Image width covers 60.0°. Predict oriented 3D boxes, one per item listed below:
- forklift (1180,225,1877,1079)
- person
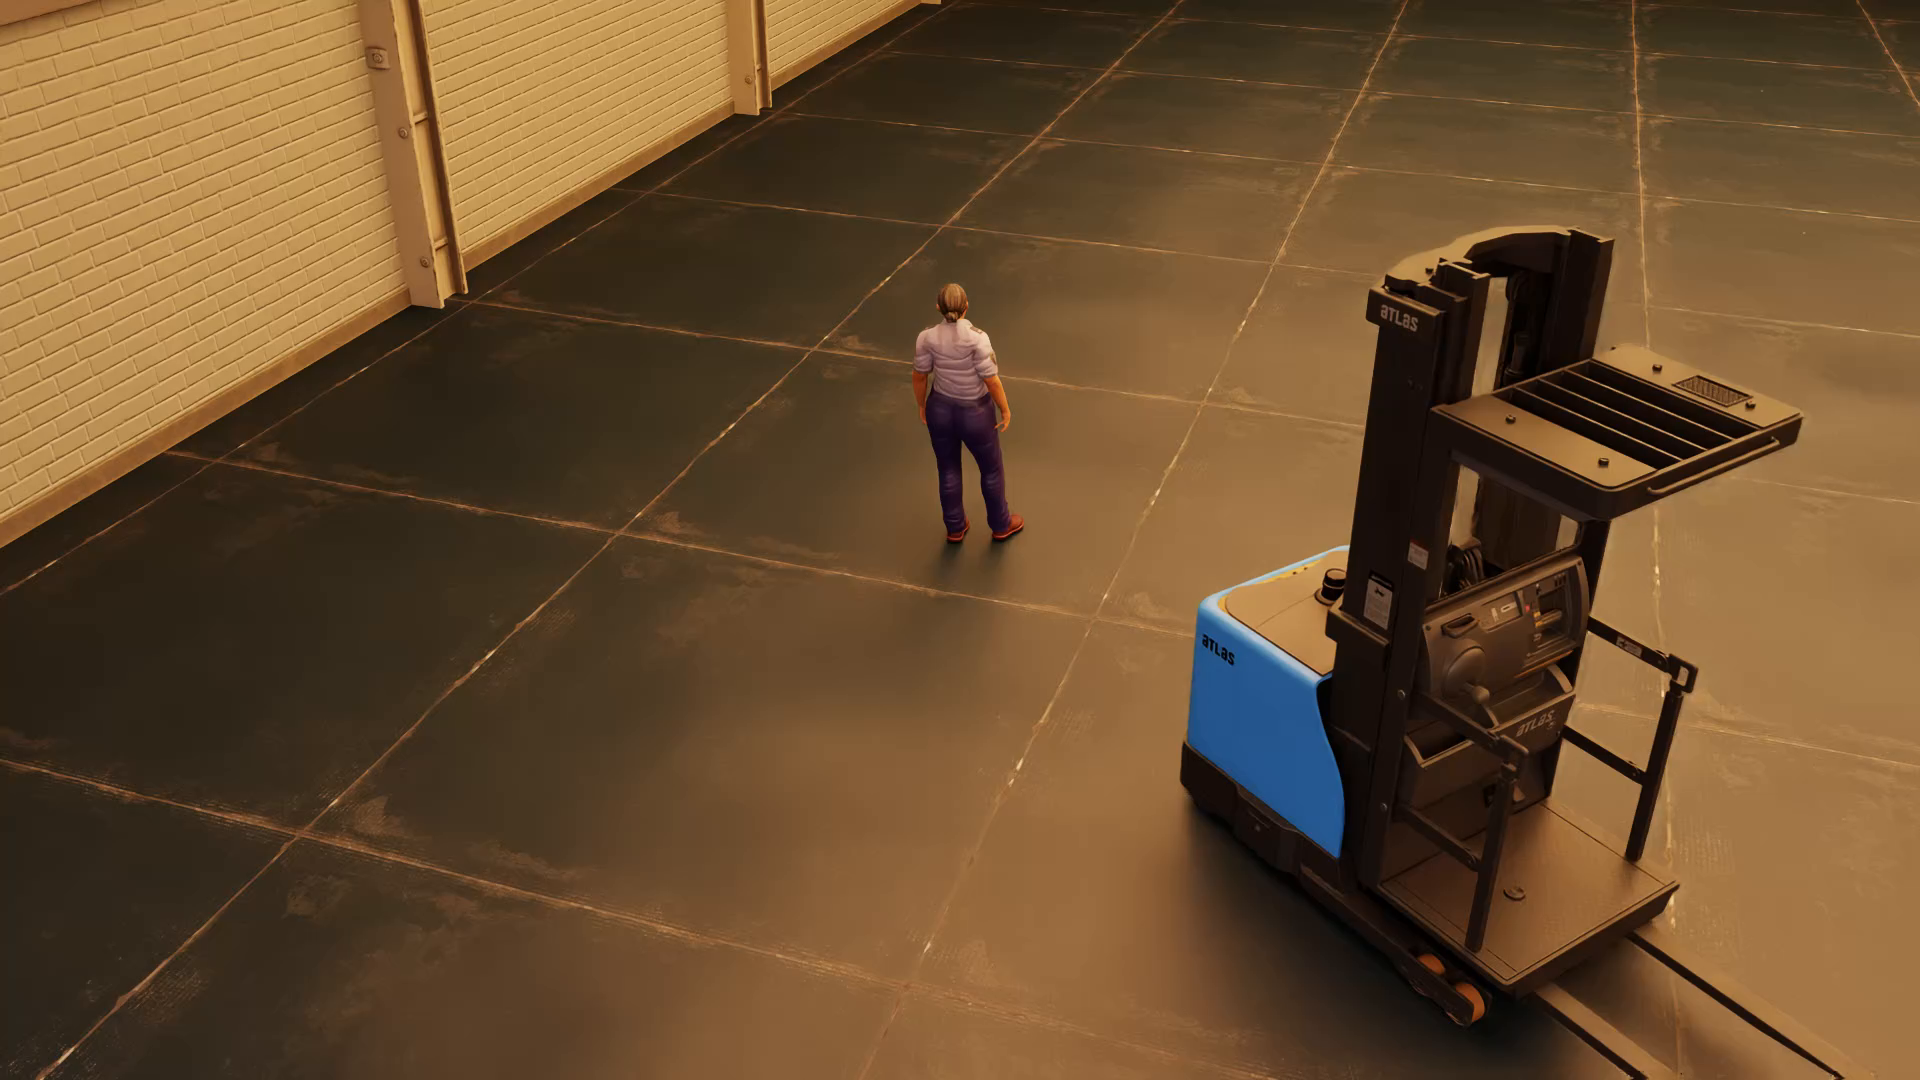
[{"bbox_3d":[2.283,0.403,6.429,1.130,2.935,3.031,-18,34,-29],"label":"forklift"},{"bbox_3d":[0.051,-0.761,9.751,0.598,1.651,0.503,10,31,16],"label":"person"}]
